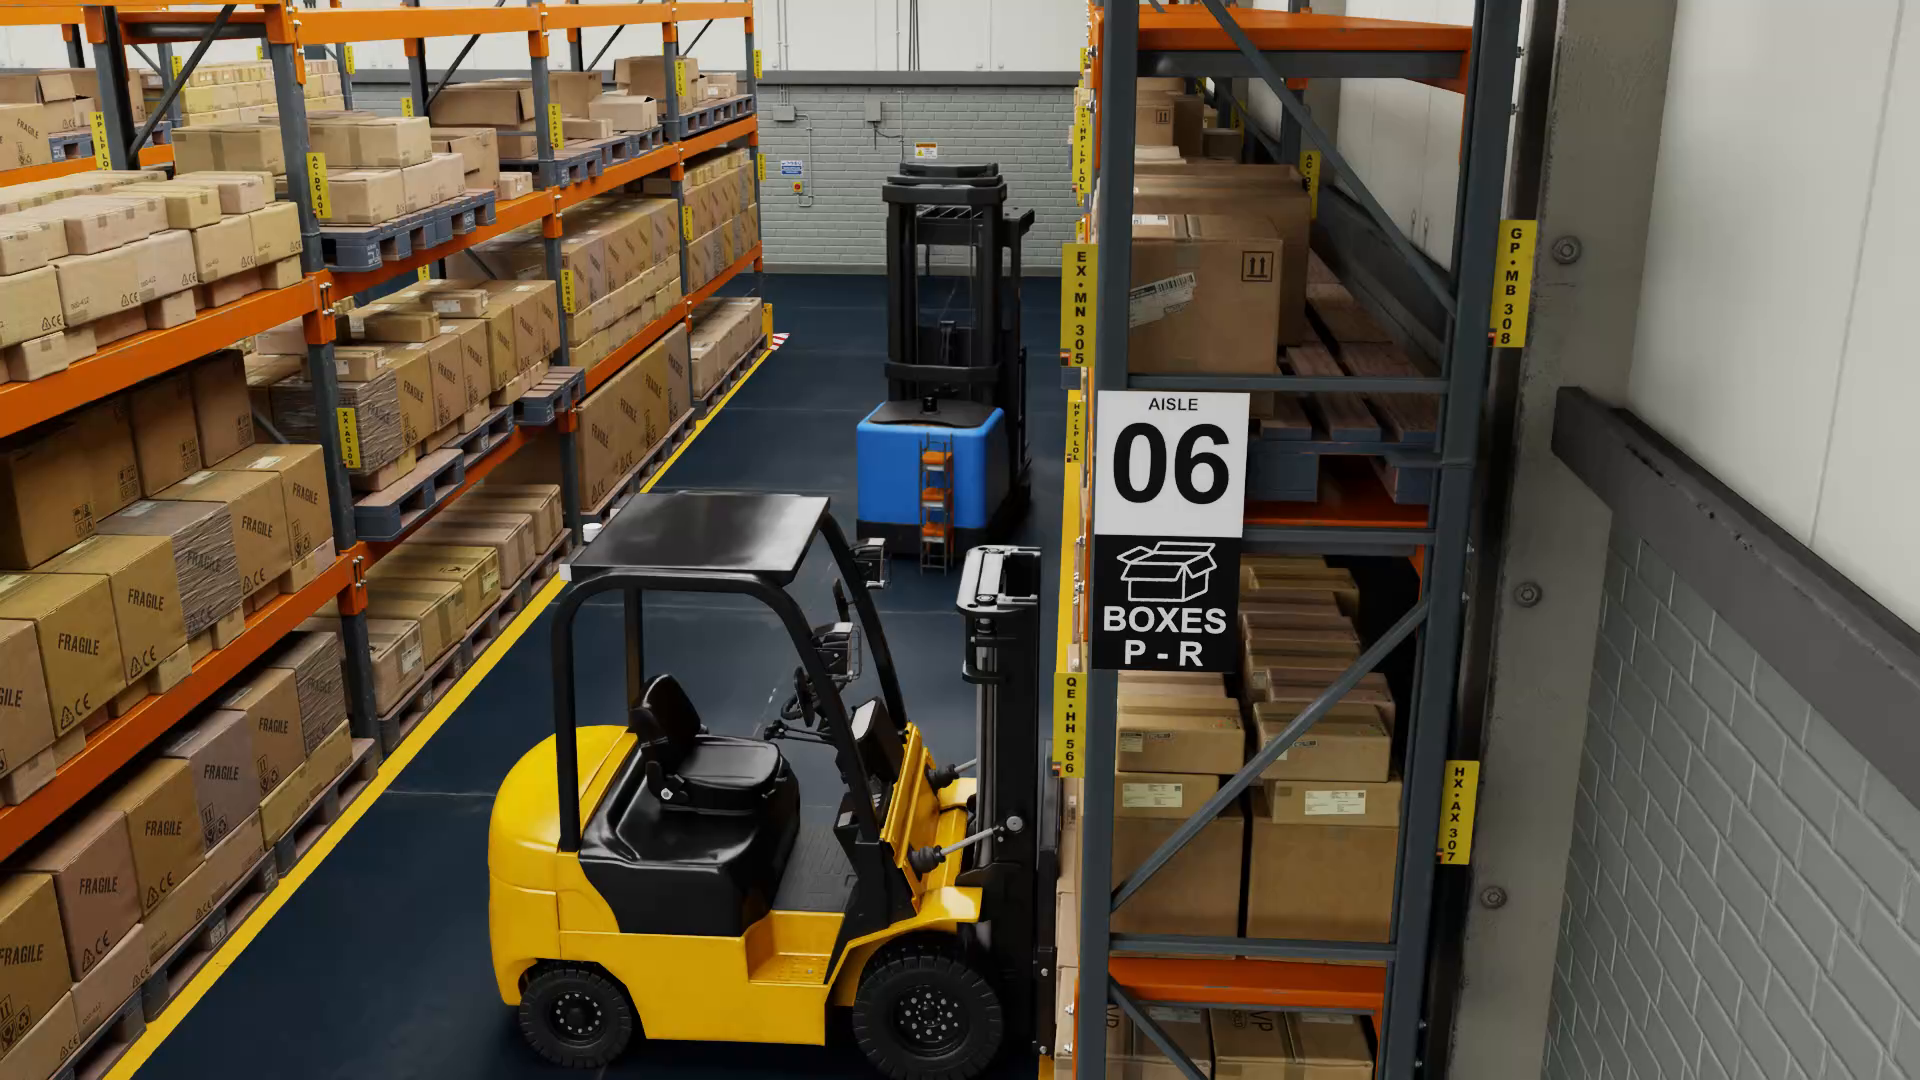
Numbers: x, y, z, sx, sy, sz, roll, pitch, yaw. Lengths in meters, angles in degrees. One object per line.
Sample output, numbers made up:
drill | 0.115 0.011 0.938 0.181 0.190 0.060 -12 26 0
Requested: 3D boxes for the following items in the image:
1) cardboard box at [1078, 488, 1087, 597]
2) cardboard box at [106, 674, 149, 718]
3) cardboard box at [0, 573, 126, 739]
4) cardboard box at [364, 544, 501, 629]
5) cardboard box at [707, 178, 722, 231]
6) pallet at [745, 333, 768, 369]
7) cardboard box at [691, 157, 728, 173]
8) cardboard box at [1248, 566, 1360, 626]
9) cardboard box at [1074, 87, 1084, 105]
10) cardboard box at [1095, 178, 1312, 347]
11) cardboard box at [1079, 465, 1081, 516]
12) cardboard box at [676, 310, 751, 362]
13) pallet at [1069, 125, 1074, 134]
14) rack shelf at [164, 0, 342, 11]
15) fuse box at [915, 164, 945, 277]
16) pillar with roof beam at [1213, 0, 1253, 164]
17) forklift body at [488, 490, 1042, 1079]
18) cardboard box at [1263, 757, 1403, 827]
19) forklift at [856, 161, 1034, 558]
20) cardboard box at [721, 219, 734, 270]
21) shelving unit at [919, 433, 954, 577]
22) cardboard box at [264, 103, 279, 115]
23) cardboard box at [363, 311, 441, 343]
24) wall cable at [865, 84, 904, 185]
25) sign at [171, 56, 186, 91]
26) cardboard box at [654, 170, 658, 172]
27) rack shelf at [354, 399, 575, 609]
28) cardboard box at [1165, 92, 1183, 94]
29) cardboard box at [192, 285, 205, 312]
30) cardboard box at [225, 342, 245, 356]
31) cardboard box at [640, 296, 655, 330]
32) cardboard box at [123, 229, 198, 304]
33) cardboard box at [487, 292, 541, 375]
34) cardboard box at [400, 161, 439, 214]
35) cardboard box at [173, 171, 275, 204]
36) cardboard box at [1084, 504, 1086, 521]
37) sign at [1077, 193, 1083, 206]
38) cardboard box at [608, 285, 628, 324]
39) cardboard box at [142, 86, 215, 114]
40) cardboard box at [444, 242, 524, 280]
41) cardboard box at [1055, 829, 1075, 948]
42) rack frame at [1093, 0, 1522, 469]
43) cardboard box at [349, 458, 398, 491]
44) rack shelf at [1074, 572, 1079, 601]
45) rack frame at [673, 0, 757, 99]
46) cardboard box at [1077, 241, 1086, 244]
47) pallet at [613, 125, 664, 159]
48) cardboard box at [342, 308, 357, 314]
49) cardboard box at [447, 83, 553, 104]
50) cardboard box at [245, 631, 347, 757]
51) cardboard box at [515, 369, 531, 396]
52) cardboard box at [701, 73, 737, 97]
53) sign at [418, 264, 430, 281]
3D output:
cardboard box | 0.851 0.051 8.289 0.500 0.500 0.500 1 18 2
cardboard box | -3.704 0.635 7.071 0.380 0.149 0.250 1 18 2
cardboard box | -3.715 0.450 6.593 0.500 0.500 0.500 1 18 3
cardboard box | -3.677 0.304 11.224 0.950 0.372 0.625 2 18 6
cardboard box | -2.868 -3.608 17.851 0.500 0.500 0.500 2 18 5
pallet | -2.927 -2.295 20.087 1.003 0.211 1.213 1 18 4
cardboard box | -2.811 -4.187 18.576 0.380 0.149 0.250 2 18 5
cardboard box | 1.294 0.211 6.281 0.380 0.149 0.250 1 18 3
cardboard box | 1.258 -4.129 15.481 0.380 0.149 0.250 2 18 6
cardboard box | 0.818 -0.970 5.752 0.700 0.500 0.500 1 18 4
cardboard box | 0.949 -0.281 9.703 0.500 0.250 0.500 1 18 4
cardboard box | -2.953 -2.360 19.249 0.875 0.438 0.875 2 18 5
pallet | 1.600 -3.653 15.239 1.213 0.211 1.003 1 18 4
rack shelf | -8.036 -5.835 17.940 1.077 0.370 4.000 1 18 4
fuse box | -0.482 -4.917 25.681 0.539 1.711 0.414 1 18 4
pillar with roof beam | -1.628 -5.661 16.247 9.100 9.000 0.400 1 18 4
forklift body | -0.827 0.983 6.970 2.313 2.155 1.214 1 18 4
cardboard box | 1.139 0.754 5.103 0.380 0.149 0.250 1 18 3
forklift | -0.001 -1.672 13.819 1.130 2.935 3.031 4 19 11
cardboard box | -2.820 -3.285 18.472 0.500 0.500 0.500 2 18 6
shelving unit | -0.177 -0.265 12.547 0.215 1.050 0.252 4 19 11
cardboard box | -7.758 -4.678 18.306 0.500 0.250 0.500 2 18 6
cardboard box | -3.446 -1.317 10.272 0.380 0.149 0.250 2 18 7
wall cable | -1.151 -6.076 25.518 0.588 1.984 0.122 1 18 4
sign | -7.625 -4.554 16.223 0.100 0.325 0.005 1 18 4
cardboard box | -3.375 -3.797 17.385 0.380 0.149 0.250 1 18 3
rack shelf | -3.665 -0.422 11.049 1.077 0.370 4.000 1 18 4
cardboard box | 1.778 -3.877 14.713 0.380 0.149 0.250 2 18 5
cardboard box | -3.692 -1.110 7.579 0.380 0.149 0.250 1 18 2
cardboard box | -7.869 -2.021 17.721 0.380 0.149 0.250 2 18 7
cardboard box | -3.108 -2.097 15.246 0.500 0.250 0.500 1 18 2
cardboard box | -3.657 -1.180 7.154 0.500 0.250 0.500 1 18 3
cardboard box | -3.303 -1.465 11.765 0.500 0.500 0.500 1 18 3
cardboard box | -3.331 -2.027 9.540 0.500 0.250 0.500 1 18 3
cardboard box | -3.613 -1.725 8.174 0.380 0.149 0.250 2 18 5
cardboard box | 0.758 -0.059 7.583 0.380 0.149 0.250 2 18 5
sign | 1.462 -4.184 19.983 0.100 0.325 0.005 1 18 4
cardboard box | -3.152 -2.018 14.203 0.500 0.250 0.500 1 18 4
cardboard box | -7.905 -4.442 16.784 0.500 0.250 0.500 2 18 6
cardboard box | -3.745 -2.074 13.170 0.500 0.500 0.500 1 18 2
cardboard box | 0.635 1.375 6.544 0.500 0.250 0.500 2 18 5
rack frame | 0.856 -1.642 3.982 1.000 3.000 0.127 1 18 4
cardboard box | -3.453 -0.388 9.518 0.380 0.149 0.250 2 18 5
rack shelf | 1.287 -0.312 10.715 1.077 0.370 4.000 1 18 4
rack frame | -2.948 -6.721 19.482 1.000 3.000 0.127 1 18 4
cardboard box | 1.422 -2.459 15.275 0.700 0.500 0.500 1 18 5
pallet | -3.251 -3.676 15.315 0.805 0.209 1.217 1 18 2
cardboard box | -7.645 -2.765 20.470 0.380 0.149 0.250 1 18 2
cardboard box | -3.640 -3.369 13.236 0.700 0.500 0.500 0 18 1
cardboard box | -3.583 0.798 8.709 0.500 0.500 0.500 1 18 3
cardboard box | -3.257 -1.116 11.741 0.380 0.149 0.250 0 18 1
cardboard box | -2.890 -5.329 19.458 0.500 0.250 0.500 0 18 -1
sign | -4.075 -1.947 12.687 0.100 0.325 0.005 1 18 4
